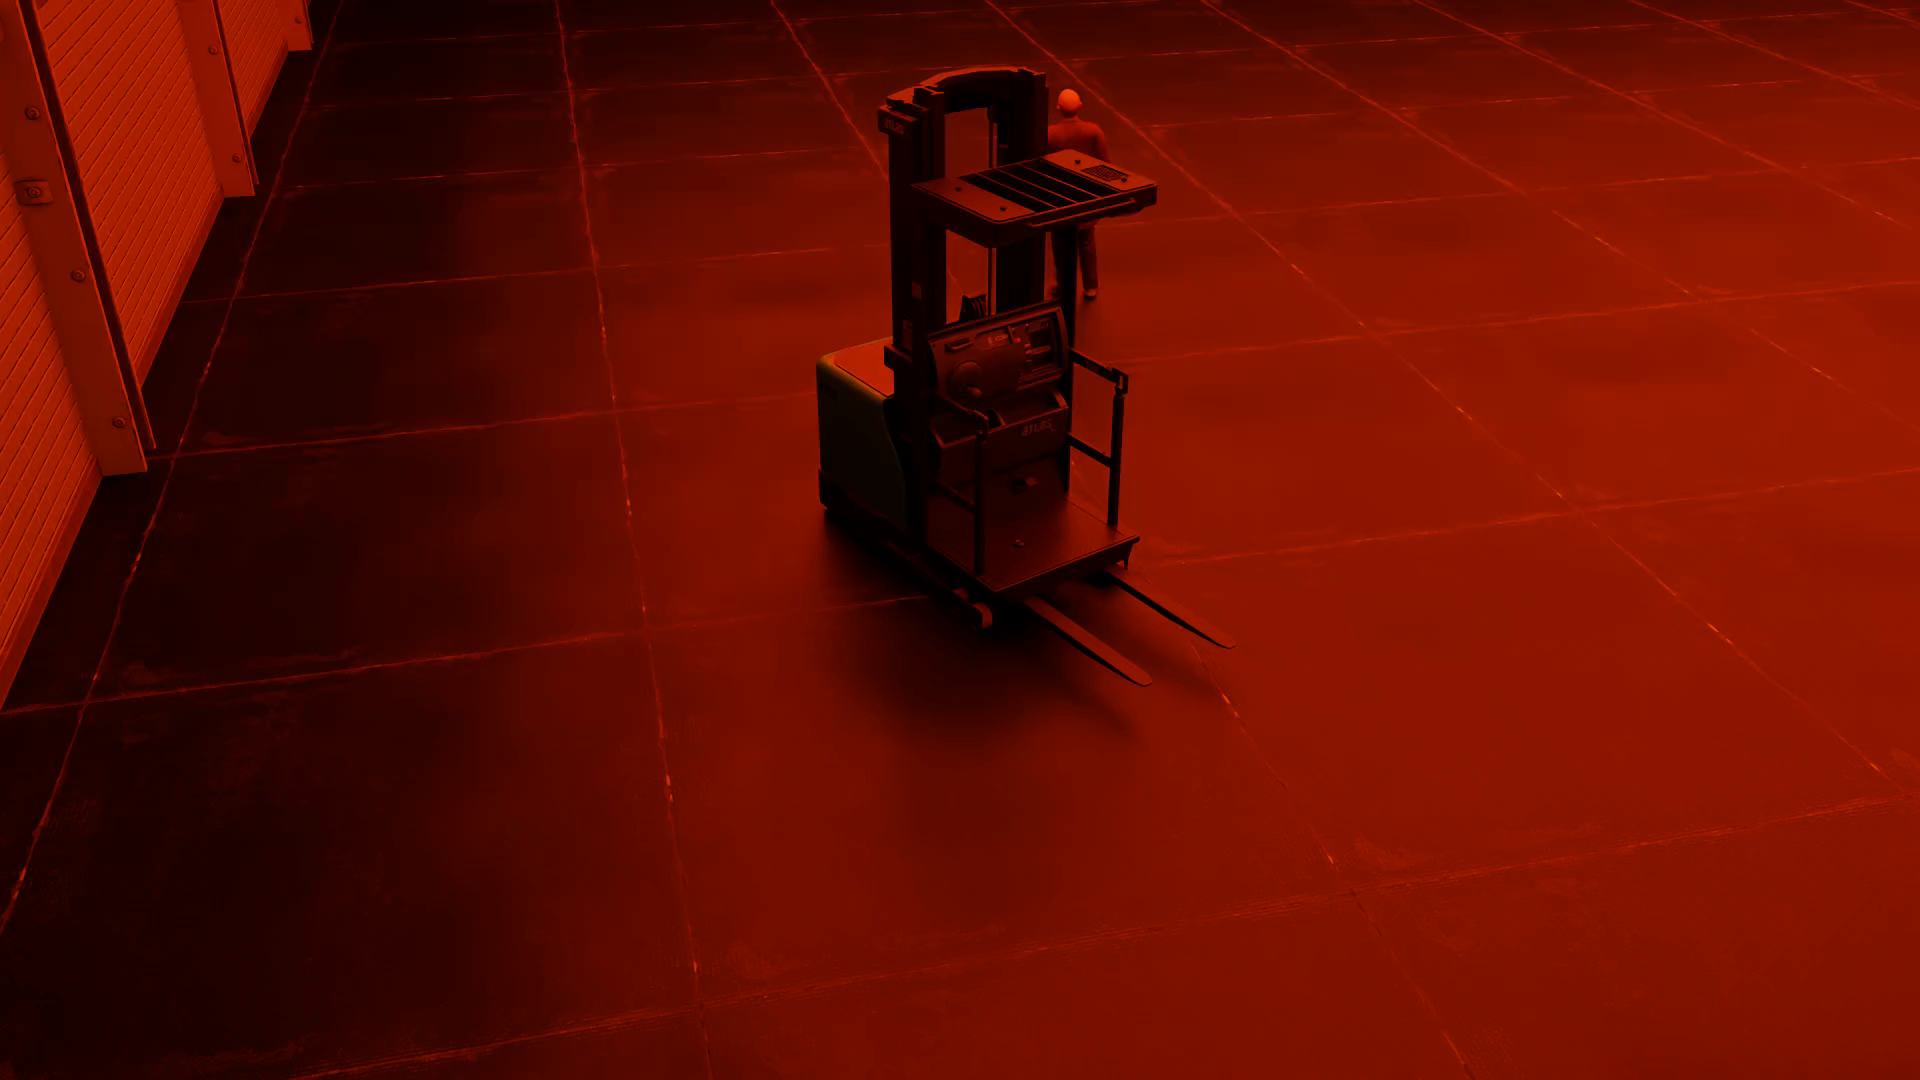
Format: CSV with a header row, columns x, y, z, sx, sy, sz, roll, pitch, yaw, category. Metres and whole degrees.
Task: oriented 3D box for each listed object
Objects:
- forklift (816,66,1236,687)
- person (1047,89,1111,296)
x,y,z,sx,sy,sz,roll,pitch,yaw,category
0.355,-1.021,9.338,1.130,2.935,3.031,-20,35,-30,forklift
0.889,-2.842,13.621,0.694,1.775,0.582,-1,30,-2,person
